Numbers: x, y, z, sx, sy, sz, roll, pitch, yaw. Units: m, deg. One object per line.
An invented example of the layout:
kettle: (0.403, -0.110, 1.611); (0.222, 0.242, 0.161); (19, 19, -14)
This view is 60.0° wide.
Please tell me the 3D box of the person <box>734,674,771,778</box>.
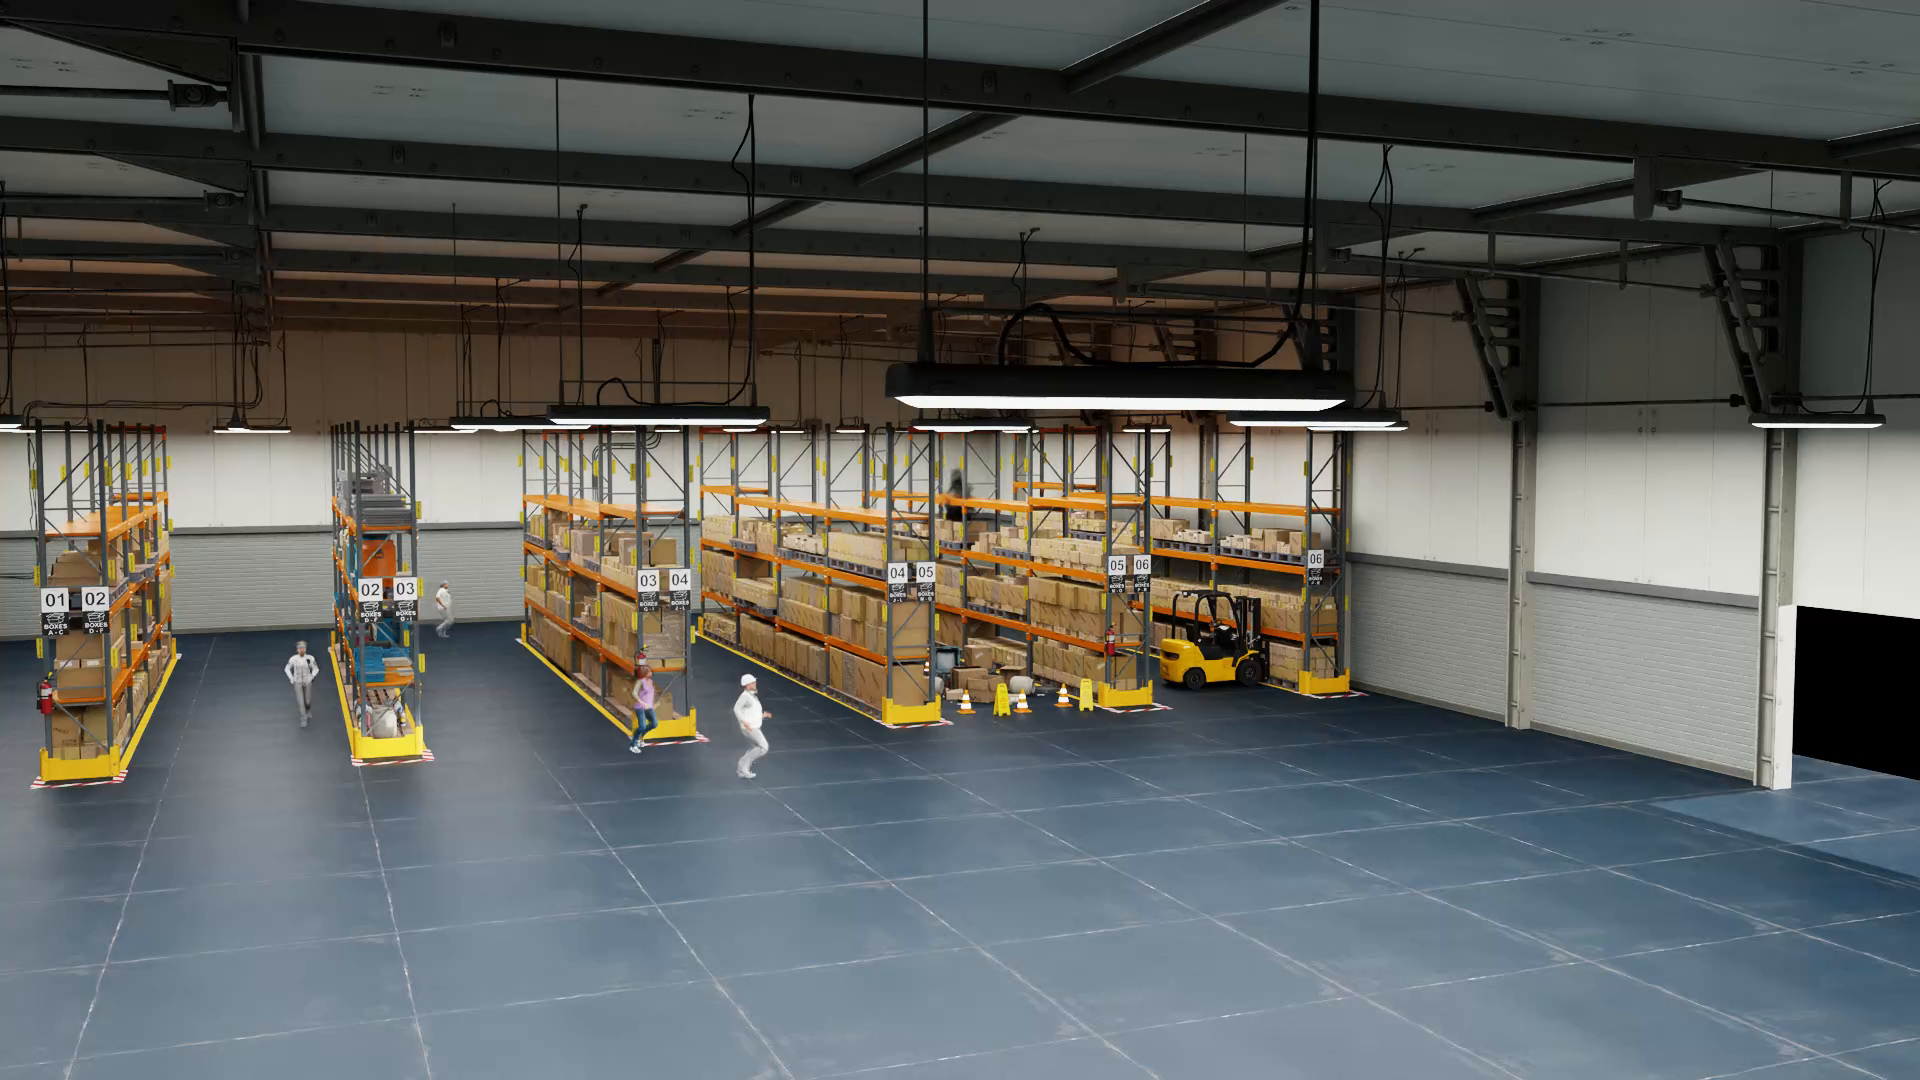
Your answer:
person: (-3.446, 3.109, 27.784); (0.591, 1.724, 0.644); (0, 4, 3)

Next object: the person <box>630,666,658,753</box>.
person: (-5.718, 3.068, 30.265); (0.473, 1.550, 0.601); (2, 4, 28)

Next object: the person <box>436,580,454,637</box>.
person: (-14.663, 1.956, 47.314); (0.496, 1.632, 0.596); (-1, 4, -9)

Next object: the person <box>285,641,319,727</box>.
person: (-13.056, 2.831, 32.993); (0.627, 1.680, 0.657); (-1, 4, -22)
